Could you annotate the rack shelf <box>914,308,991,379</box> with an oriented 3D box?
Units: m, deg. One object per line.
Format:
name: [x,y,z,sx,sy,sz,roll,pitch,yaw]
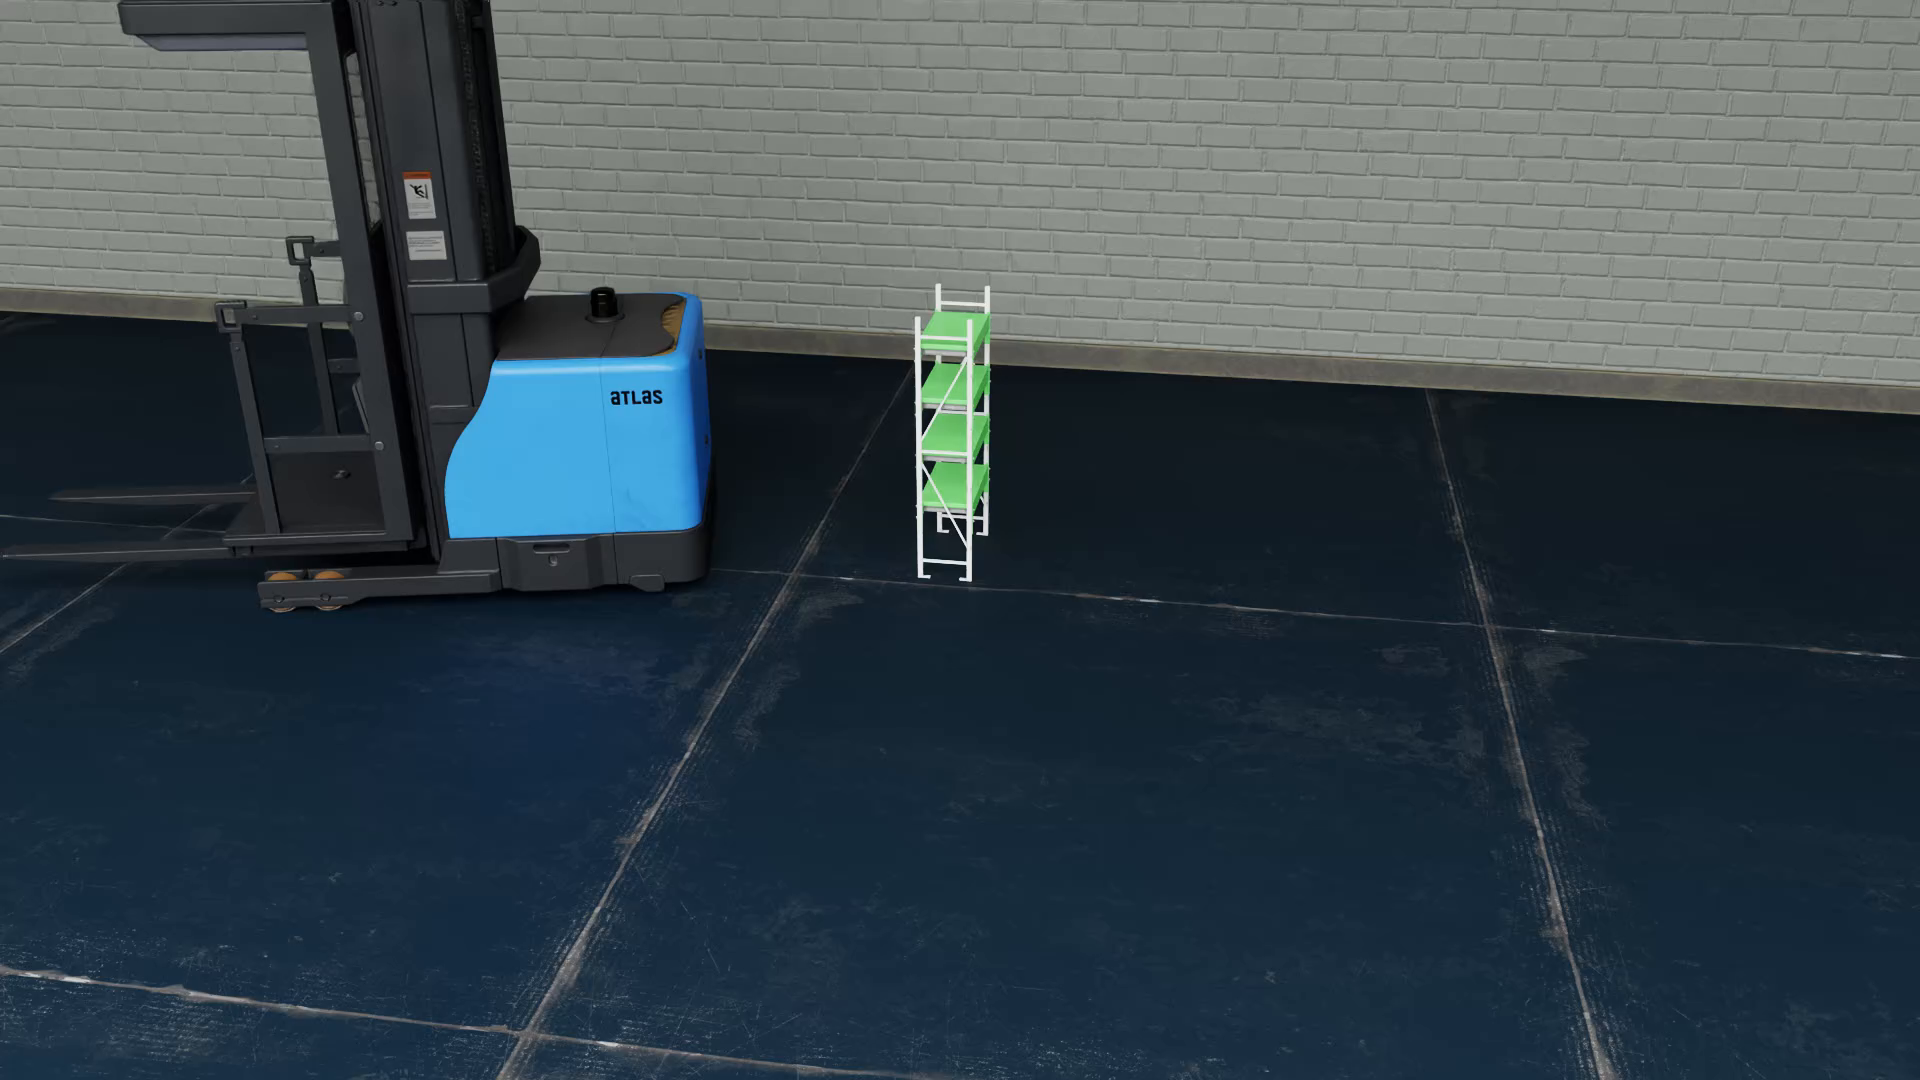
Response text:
rack shelf: [-0.027,-0.851,7.171,0.258,0.148,0.480,4,25,9]

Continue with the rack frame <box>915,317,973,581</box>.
rack frame: [-0.067,-0.372,7.130,0.240,1.200,0.015,4,25,9]

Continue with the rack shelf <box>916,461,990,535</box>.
rack shelf: [-0.027,-0.199,7.477,0.258,0.148,0.480,4,25,9]

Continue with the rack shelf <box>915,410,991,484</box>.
rack shelf: [-0.027,-0.416,7.375,0.258,0.148,0.480,4,25,9]

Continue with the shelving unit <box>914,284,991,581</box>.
shelving unit: [-0.027,-0.474,7.348,0.258,1.200,0.503,4,25,9]

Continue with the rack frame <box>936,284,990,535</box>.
rack frame: [0.013,-0.576,7.566,0.240,1.200,0.015,4,25,9]

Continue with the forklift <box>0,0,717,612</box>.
forklift: [-2.650,-1.252,6.968,3.031,2.935,1.130,-2,25,-4]

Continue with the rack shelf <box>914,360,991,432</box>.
rack shelf: [-0.027,-0.634,7.273,0.258,0.148,0.480,4,25,9]
